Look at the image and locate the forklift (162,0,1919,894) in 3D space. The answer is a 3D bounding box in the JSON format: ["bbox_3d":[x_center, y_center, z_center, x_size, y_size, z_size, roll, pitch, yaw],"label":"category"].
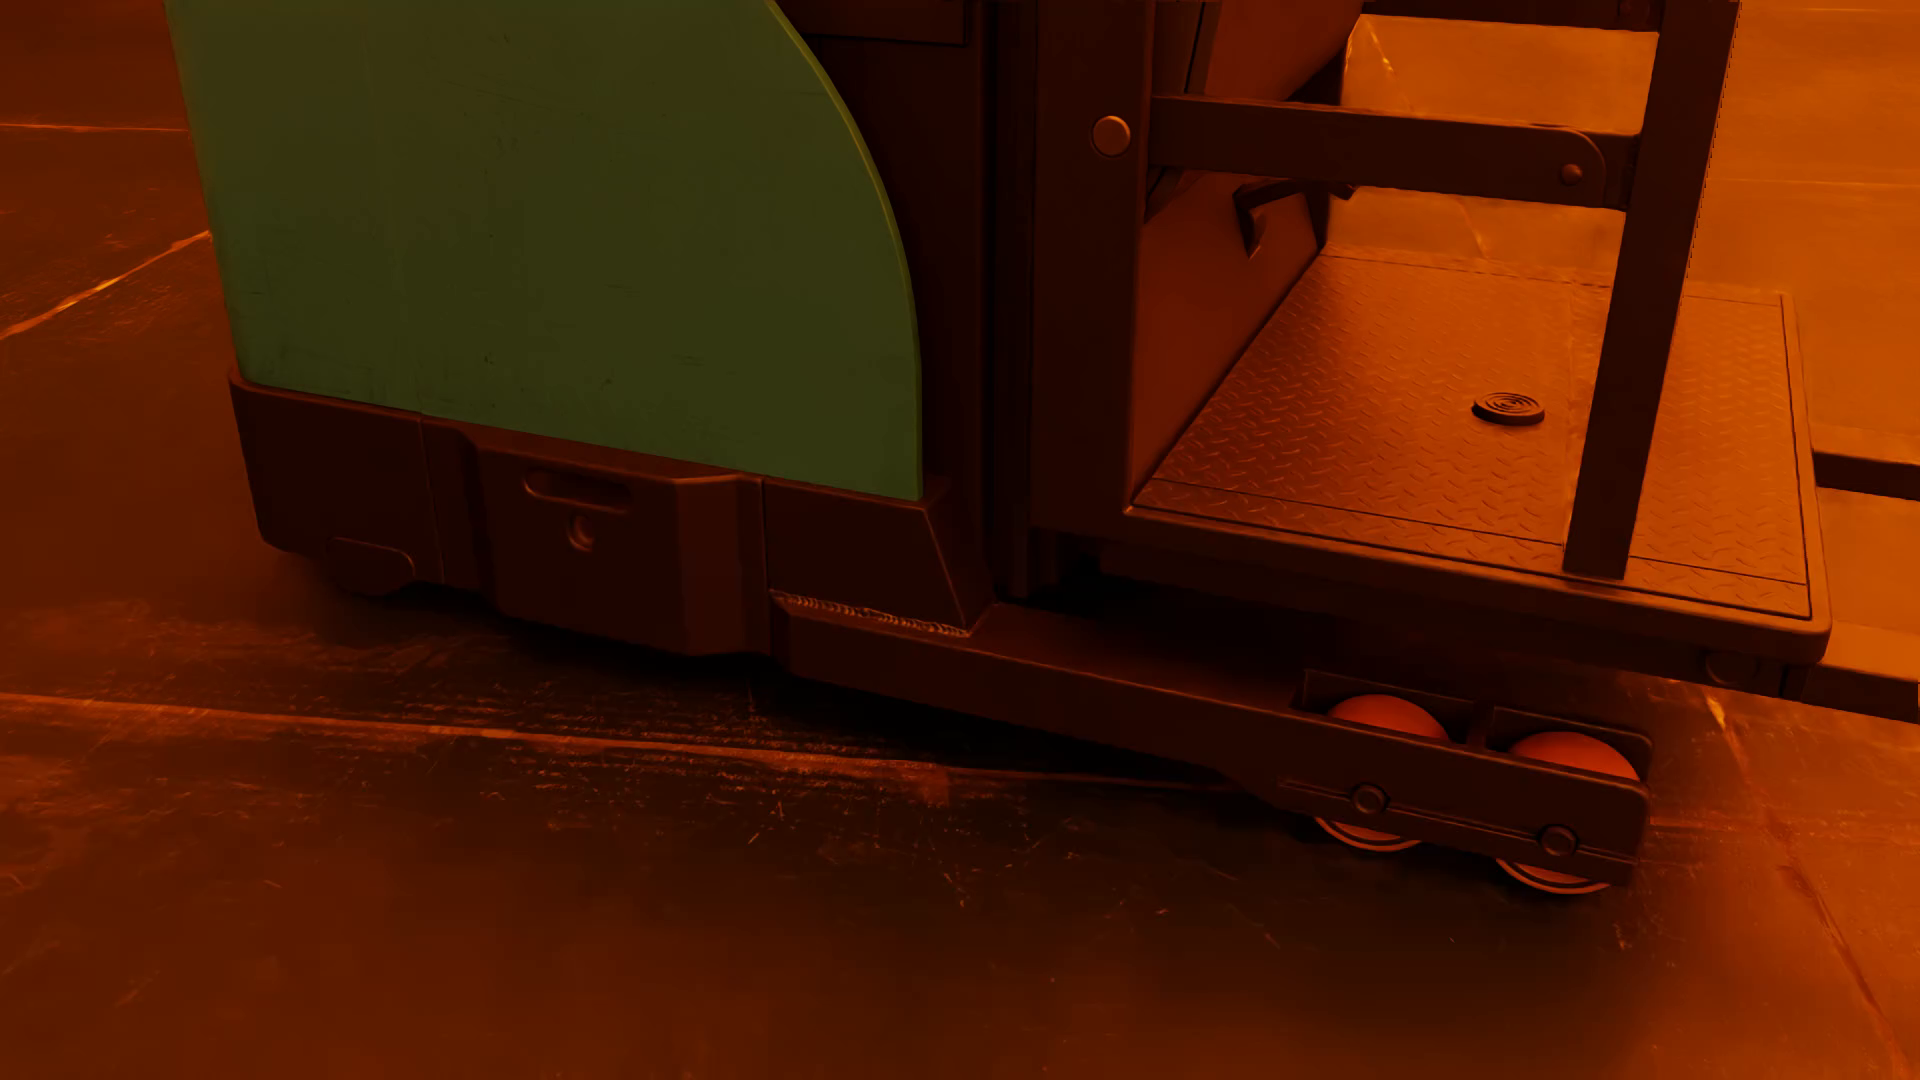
[{"bbox_3d":[0.565,-1.209,1.640,3.031,2.935,1.130,10,28,20],"label":"forklift"}]

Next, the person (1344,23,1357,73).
[{"bbox_3d":[1.108,-2.194,4.934,0.978,1.760,0.751,-2,27,-5],"label":"person"}]
